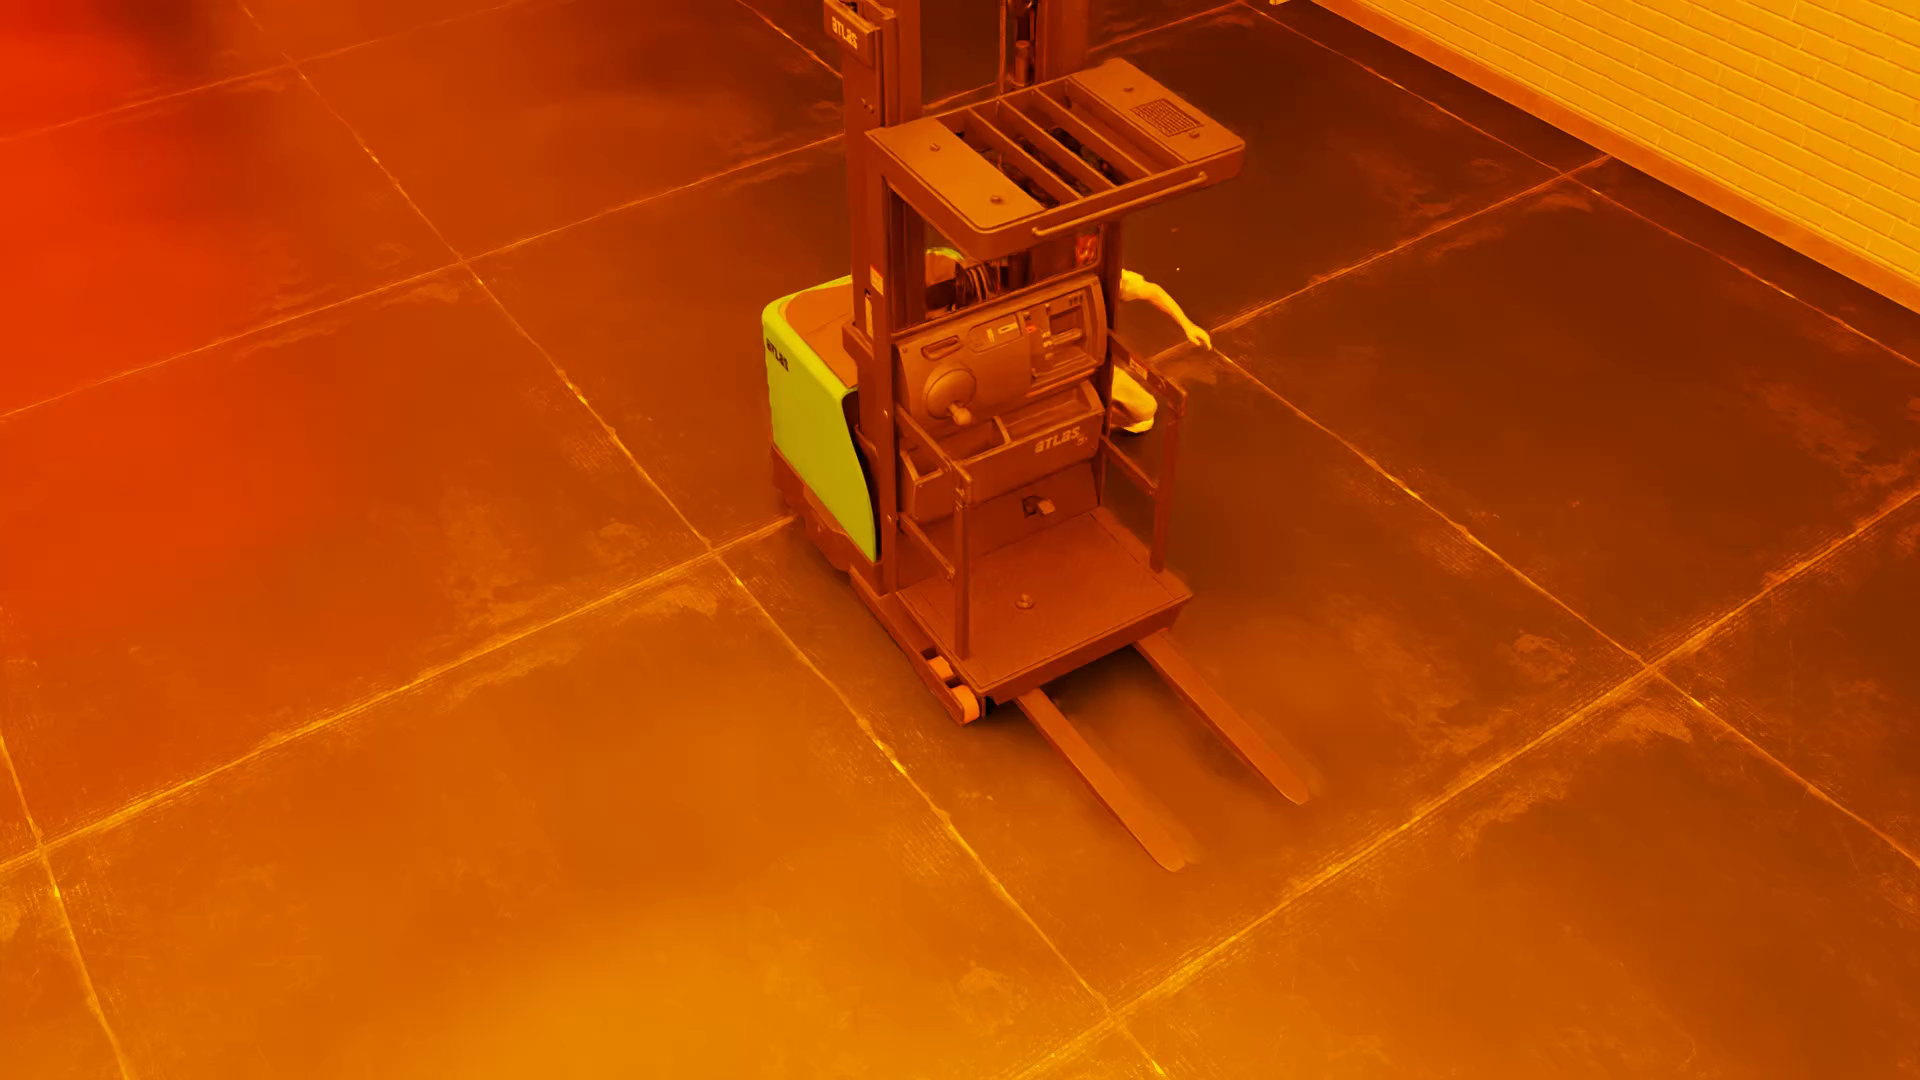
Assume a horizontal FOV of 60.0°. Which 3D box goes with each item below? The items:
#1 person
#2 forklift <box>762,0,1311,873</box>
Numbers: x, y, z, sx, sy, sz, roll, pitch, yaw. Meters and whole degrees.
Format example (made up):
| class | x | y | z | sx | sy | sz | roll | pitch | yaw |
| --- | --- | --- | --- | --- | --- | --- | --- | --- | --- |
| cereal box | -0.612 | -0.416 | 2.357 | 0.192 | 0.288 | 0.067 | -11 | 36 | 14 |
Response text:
| class | x | y | z | sx | sy | sz | roll | pitch | yaw |
| --- | --- | --- | --- | --- | --- | --- | --- | --- | --- |
| person | 0.653 | -0.727 | 7.568 | 1.227 | 1.480 | 0.861 | -25 | 48 | -25 |
| forklift | 0.292 | -0.665 | 6.437 | 1.130 | 2.935 | 3.031 | -22 | 47 | -23 |
